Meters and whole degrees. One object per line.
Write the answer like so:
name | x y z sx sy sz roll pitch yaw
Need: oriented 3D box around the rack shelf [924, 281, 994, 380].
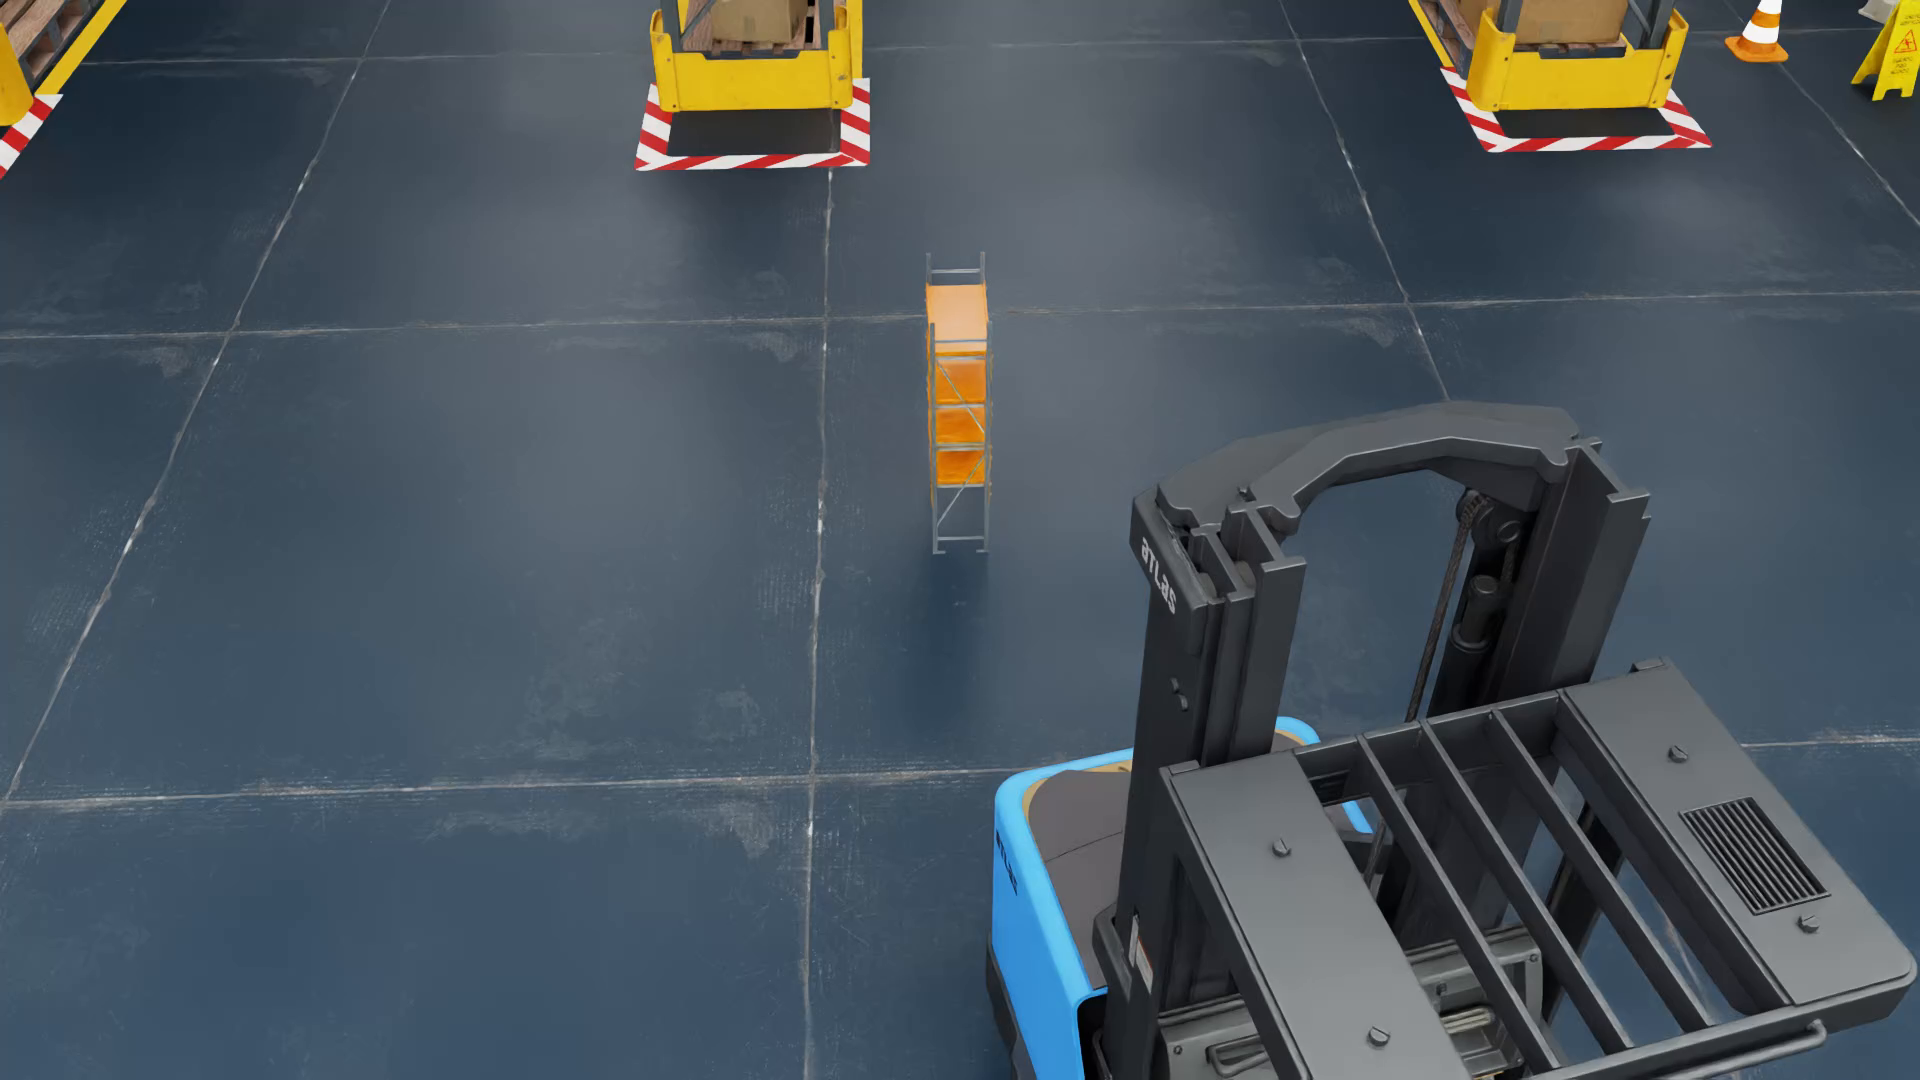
rack shelf | -0.007 -0.844 6.701 0.258 0.148 0.480 -2 43 -2

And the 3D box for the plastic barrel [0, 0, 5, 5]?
plastic barrel | -6.317 -3.655 10.548 0.421 0.512 0.421 0 43 0

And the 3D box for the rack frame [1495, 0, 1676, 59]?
rack frame | 3.717 -3.853 9.234 1.000 3.000 0.127 -2 43 -2

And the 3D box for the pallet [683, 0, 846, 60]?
pallet | -1.245 -3.352 10.751 1.003 0.211 1.213 -2 43 -2

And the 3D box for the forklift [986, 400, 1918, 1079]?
forklift | 0.973 1.283 3.681 1.130 2.935 3.031 -11 44 -11

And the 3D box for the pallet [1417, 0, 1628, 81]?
pallet | 3.605 -3.363 10.763 1.003 0.211 1.213 -2 43 -2

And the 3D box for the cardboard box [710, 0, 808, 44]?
cardboard box | -1.253 -3.435 10.316 0.500 0.500 0.500 6 43 6

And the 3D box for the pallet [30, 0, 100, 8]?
pallet | -6.320 -4.029 11.490 1.003 0.211 1.213 -2 43 -2

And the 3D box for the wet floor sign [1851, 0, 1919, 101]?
wet floor sign | 5.696 -3.023 10.070 0.267 0.644 0.232 -8 43 -9

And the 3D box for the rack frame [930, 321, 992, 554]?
rack frame | 0.003 -0.389 6.787 0.240 1.200 0.015 -2 43 -2

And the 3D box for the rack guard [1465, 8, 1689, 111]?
rack guard | 3.718 -2.916 10.061 1.175 0.500 0.348 -2 43 -2

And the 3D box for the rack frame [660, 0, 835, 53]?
rack frame | -1.243 -3.779 9.153 1.000 3.000 0.127 -2 43 -2

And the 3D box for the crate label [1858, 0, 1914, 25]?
crate label | 6.161 -3.529 10.999 0.250 0.136 0.298 -23 47 -23

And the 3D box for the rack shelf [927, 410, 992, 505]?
rack shelf | -0.007 -0.358 7.146 0.258 0.148 0.480 -2 43 -2

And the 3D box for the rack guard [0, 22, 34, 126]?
rack guard | -6.242 -2.766 9.897 1.175 0.500 0.348 -2 43 -2

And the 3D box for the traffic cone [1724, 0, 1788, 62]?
traffic cone | 5.113 -3.317 10.527 0.336 0.463 0.334 -2 43 -2

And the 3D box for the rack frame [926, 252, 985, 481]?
rack frame | -0.017 -0.719 7.146 0.240 1.200 0.015 -2 43 -2

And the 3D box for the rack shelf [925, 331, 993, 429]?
rack shelf | -0.007 -0.669 6.861 0.258 0.148 0.480 -2 43 -2

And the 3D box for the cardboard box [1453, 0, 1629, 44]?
cardboard box | 3.622 -3.681 10.307 0.875 0.875 0.875 -1 43 -2

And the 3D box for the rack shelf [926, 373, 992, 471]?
rack shelf | -0.007 -0.504 7.012 0.258 0.148 0.480 -2 43 -2

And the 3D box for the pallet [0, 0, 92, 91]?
pallet | -6.271 -3.208 10.593 1.003 0.211 1.213 -2 43 -2

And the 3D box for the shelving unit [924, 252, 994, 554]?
shelving unit | -0.007 -0.554 6.966 0.258 1.200 0.503 -2 43 -2

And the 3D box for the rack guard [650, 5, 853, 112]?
rack guard | -1.246 -2.909 10.054 1.175 0.500 0.348 -2 43 -2
